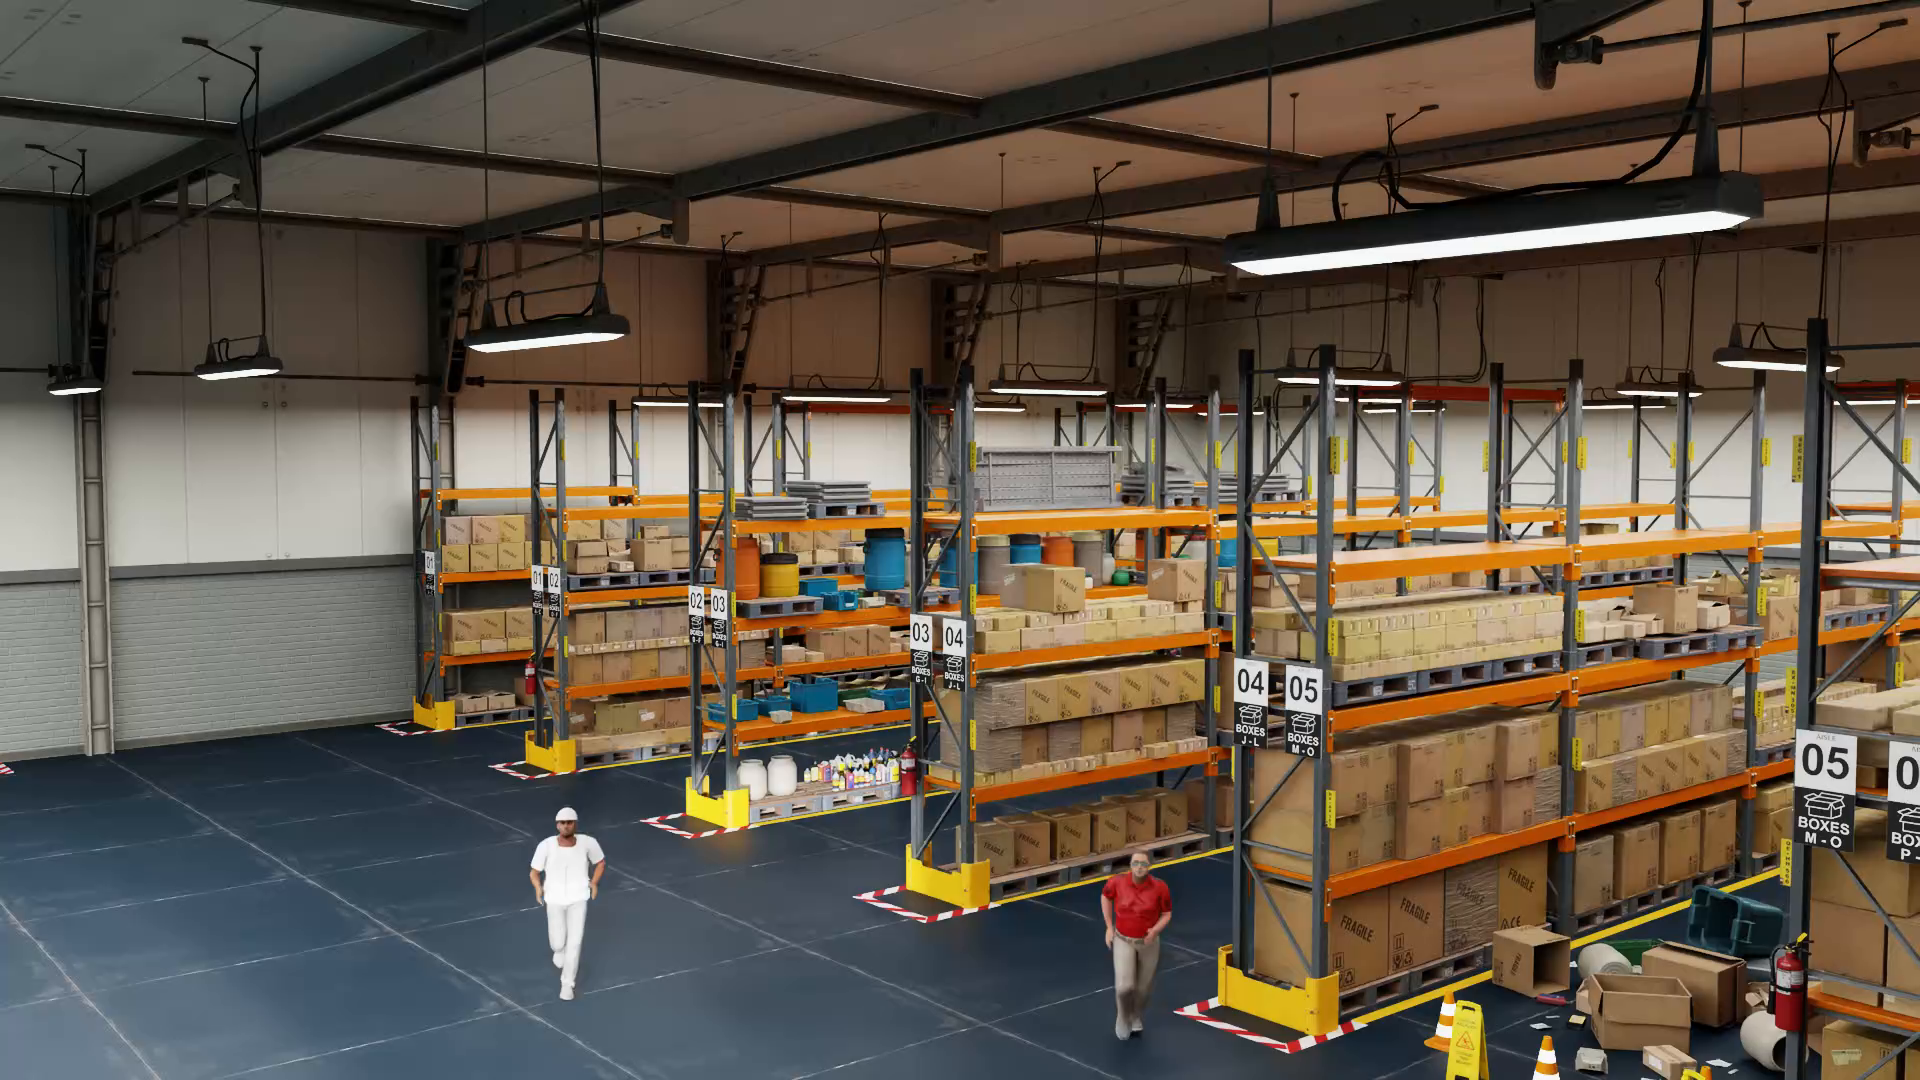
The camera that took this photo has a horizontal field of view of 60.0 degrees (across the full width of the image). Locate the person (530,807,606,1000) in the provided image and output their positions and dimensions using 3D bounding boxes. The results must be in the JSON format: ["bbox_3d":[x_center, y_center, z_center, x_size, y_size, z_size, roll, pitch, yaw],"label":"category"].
[{"bbox_3d":[-3.685,3.375,15.653,0.698,1.735,0.787,-1,3,-12],"label":"person"}]

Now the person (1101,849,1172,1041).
[{"bbox_3d":[1.521,3.475,14.299,0.582,1.673,0.780,0,3,0],"label":"person"}]
